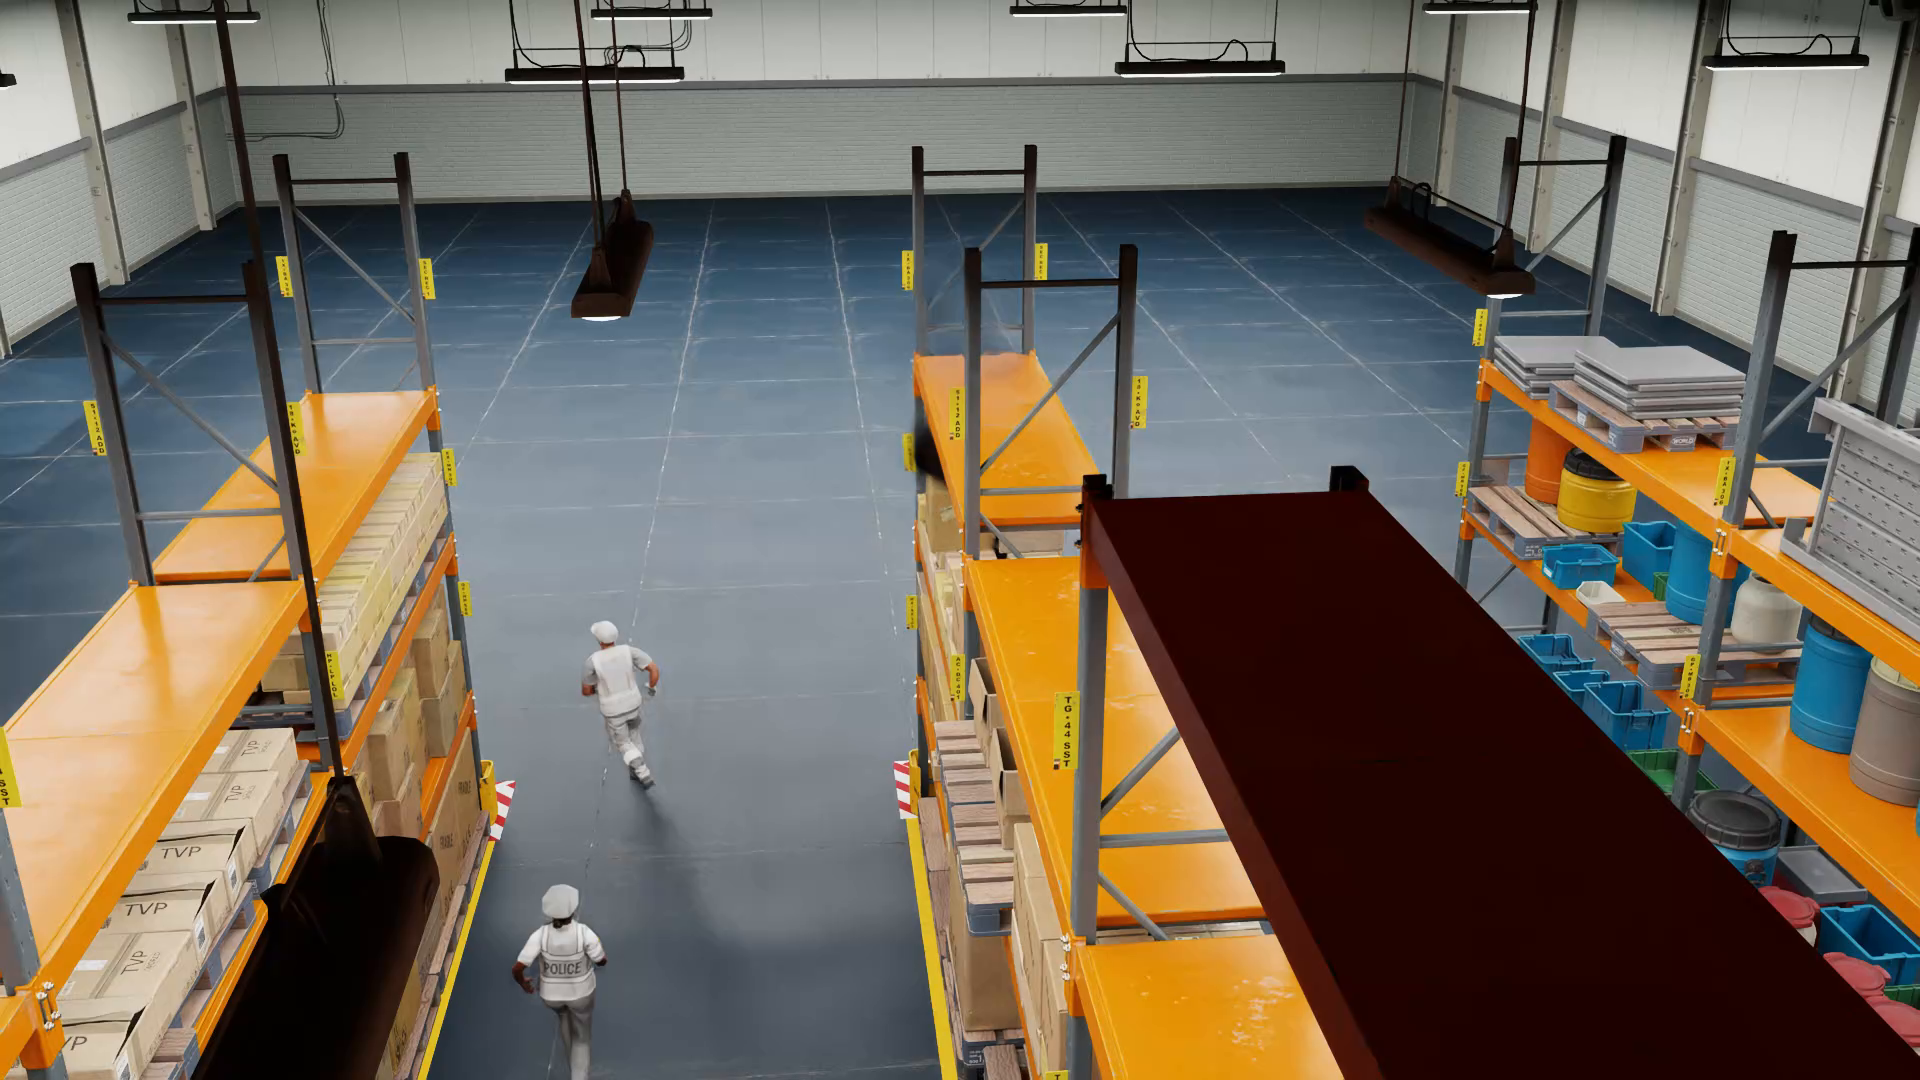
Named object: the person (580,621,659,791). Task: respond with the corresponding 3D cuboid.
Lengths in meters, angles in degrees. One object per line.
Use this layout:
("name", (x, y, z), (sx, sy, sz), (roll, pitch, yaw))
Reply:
("person", (-3.110, 1.588, 15.331), (0.715, 1.797, 0.830), (-12, 25, -28))

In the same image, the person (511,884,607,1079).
("person", (-2.714, 3.146, 11.462), (0.582, 1.732, 0.765), (1, 22, 1))
